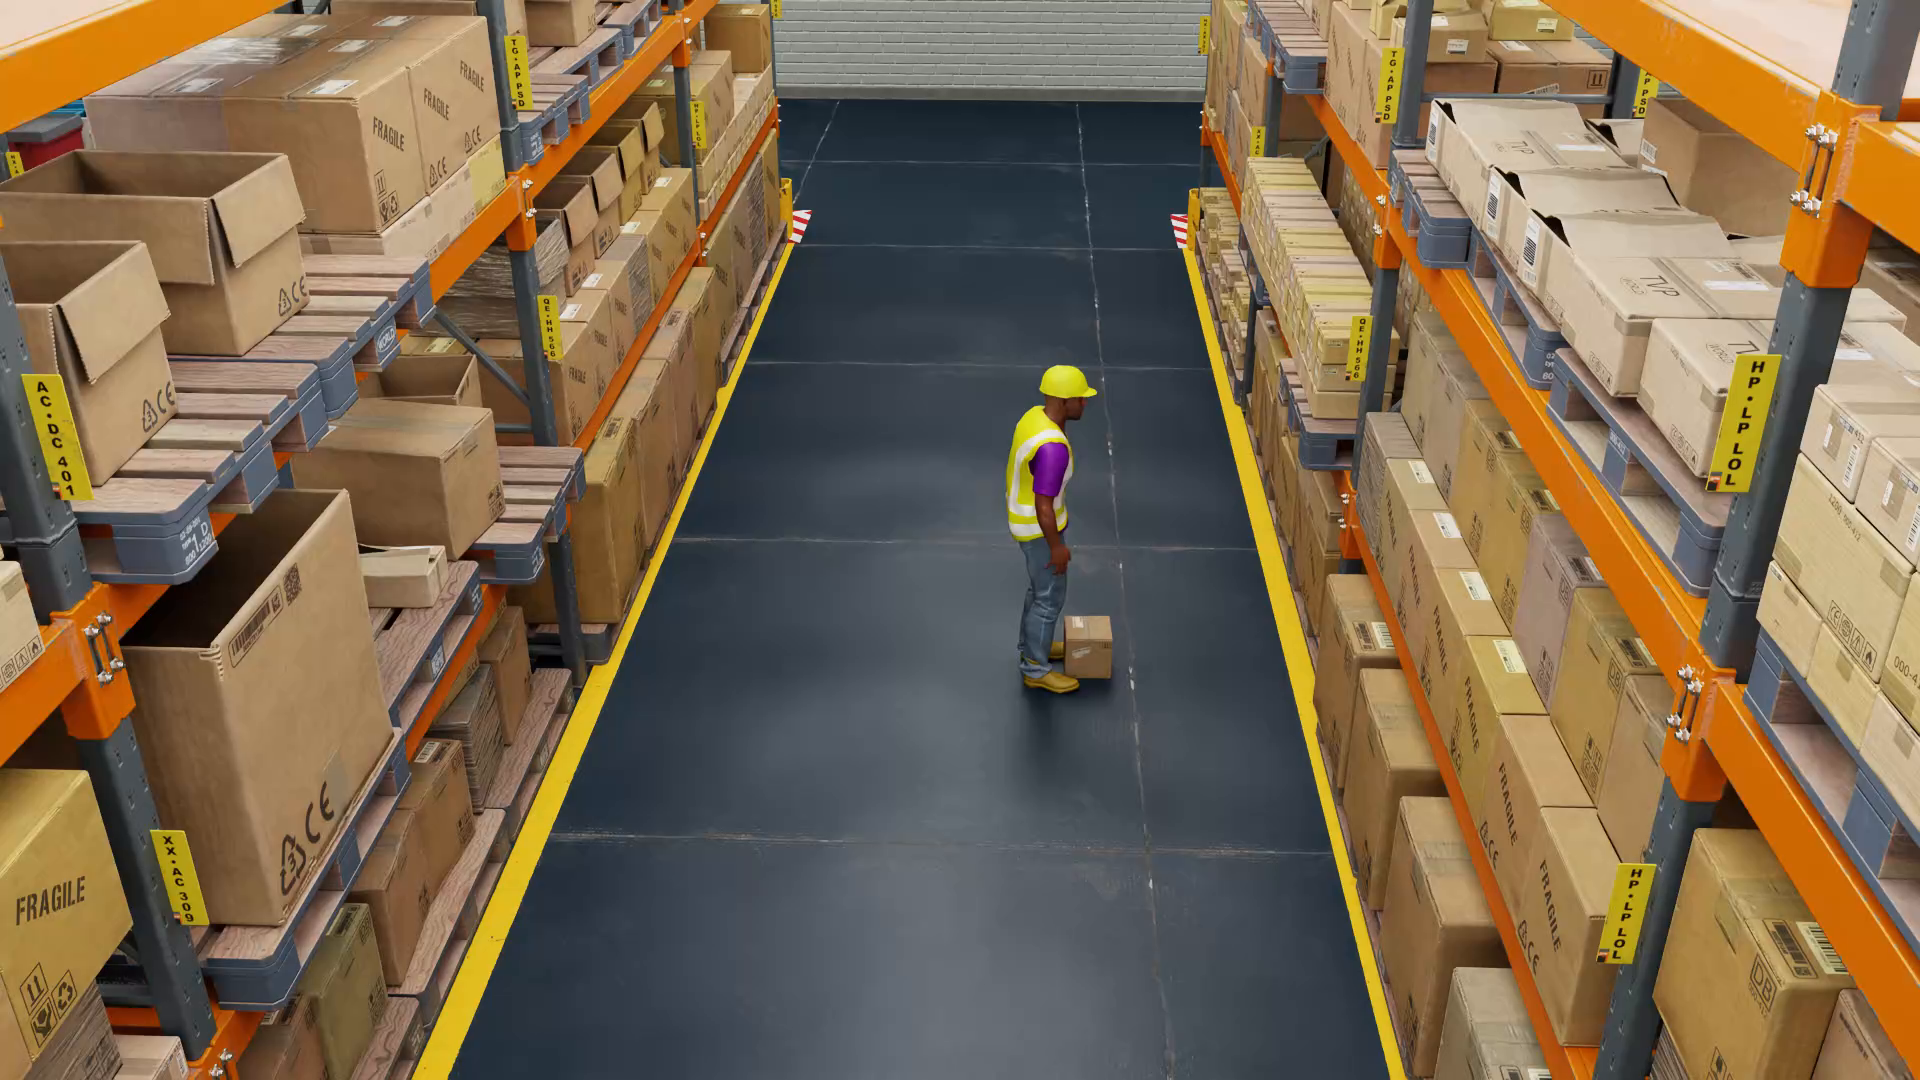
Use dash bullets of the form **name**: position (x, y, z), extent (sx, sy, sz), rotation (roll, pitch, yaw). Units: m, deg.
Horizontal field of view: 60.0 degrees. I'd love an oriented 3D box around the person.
- **person**: position (0.469, -0.085, 8.763), extent (0.454, 1.761, 0.635), rotation (0, 28, -1)
